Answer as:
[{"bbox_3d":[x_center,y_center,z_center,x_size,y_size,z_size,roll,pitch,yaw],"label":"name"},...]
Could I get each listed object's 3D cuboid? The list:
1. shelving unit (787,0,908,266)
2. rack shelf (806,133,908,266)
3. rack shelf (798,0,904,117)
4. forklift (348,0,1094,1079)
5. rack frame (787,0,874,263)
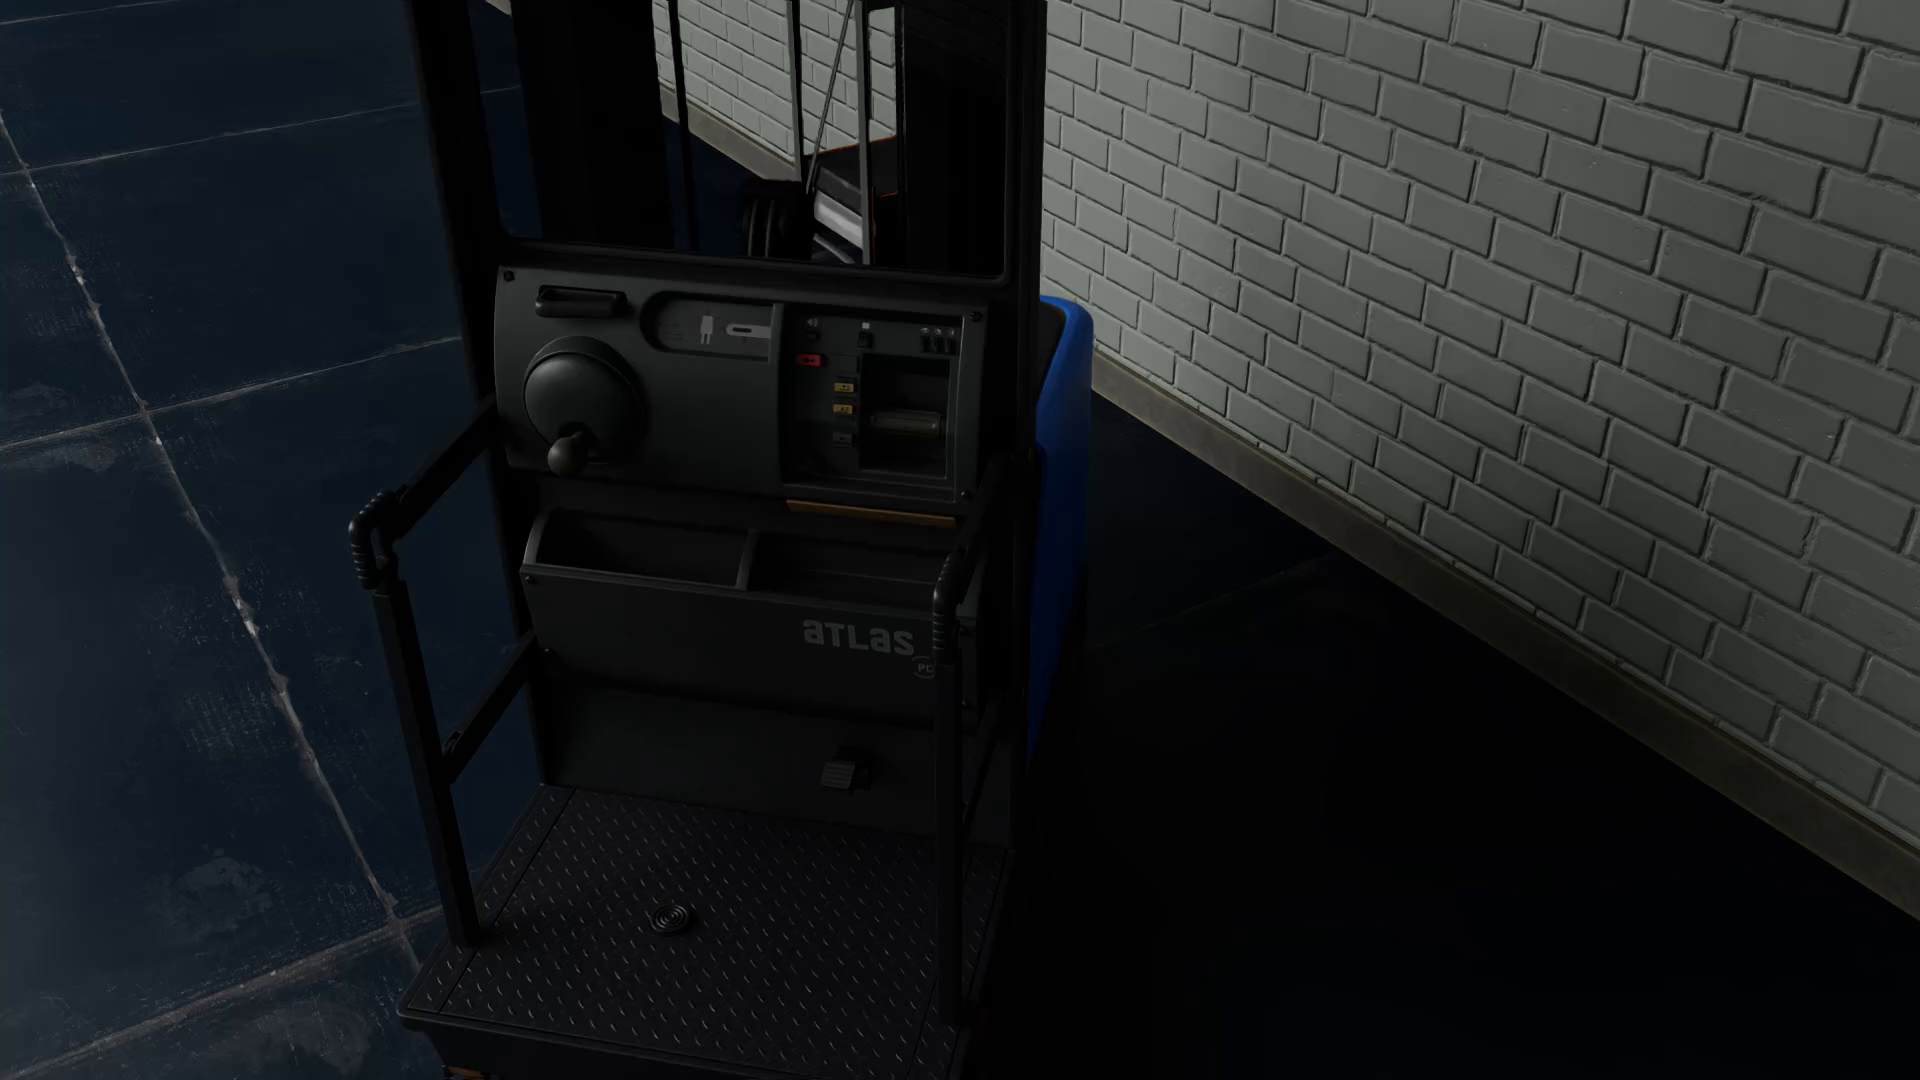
[{"bbox_3d":[-0.132,-0.858,4.641,0.503,2.100,0.431,-19,37,-27],"label":"shelving unit"},{"bbox_3d":[-0.132,-0.846,4.648,0.480,0.518,0.431,-19,37,-27],"label":"rack shelf"},{"bbox_3d":[-0.133,-1.438,4.275,0.480,0.518,0.431,-19,37,-27],"label":"rack shelf"},{"bbox_3d":[-0.450,-0.228,2.864,1.130,2.935,3.031,6,33,10],"label":"forklift"},{"bbox_3d":[-0.338,-0.787,4.530,0.015,2.100,0.400,-19,37,-27],"label":"rack frame"}]
